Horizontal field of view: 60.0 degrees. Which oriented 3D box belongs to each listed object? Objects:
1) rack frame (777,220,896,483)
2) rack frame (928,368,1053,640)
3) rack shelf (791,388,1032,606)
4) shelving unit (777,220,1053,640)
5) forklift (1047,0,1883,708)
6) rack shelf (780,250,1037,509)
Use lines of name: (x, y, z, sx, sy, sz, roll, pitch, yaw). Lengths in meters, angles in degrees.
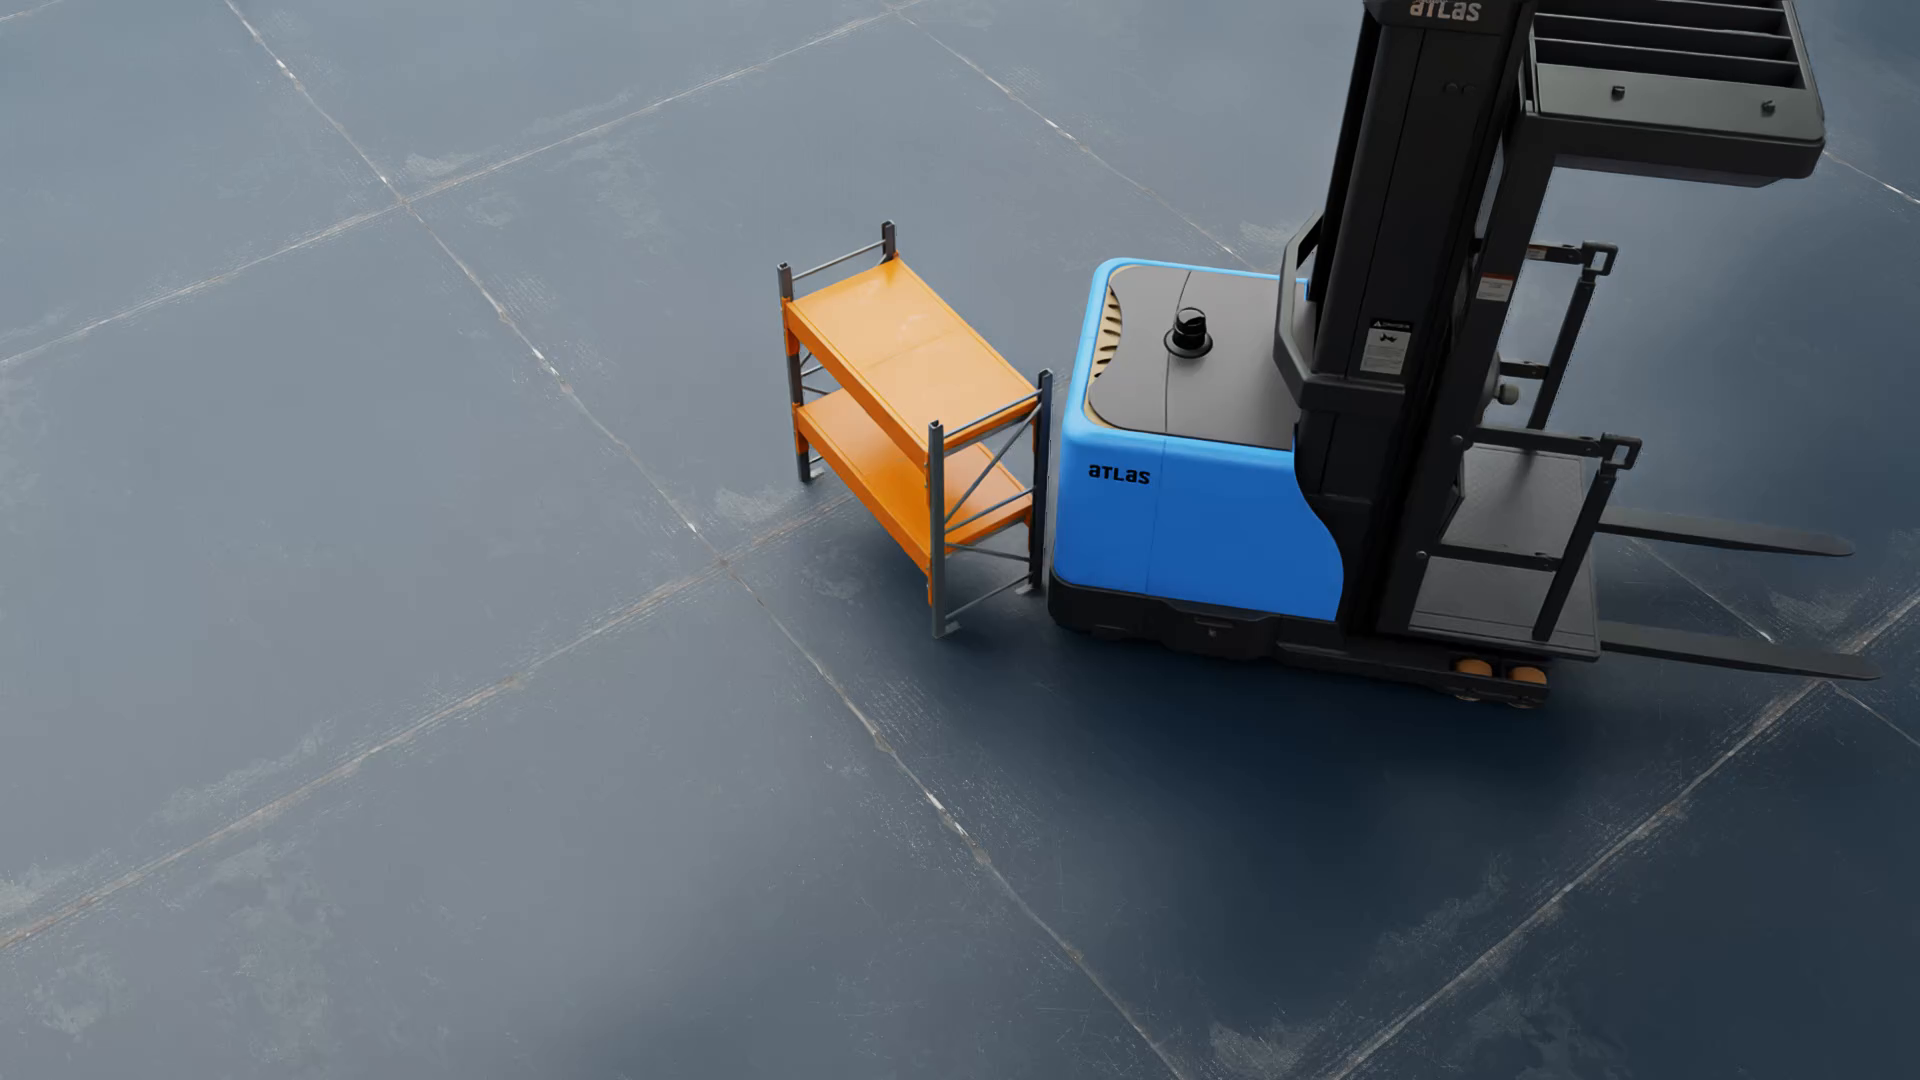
rack frame: (-0.463, -0.731, 6.652, 0.500, 1.125, 0.032, -27, 53, -22)
rack frame: (0.107, -0.107, 6.087, 0.500, 1.125, 0.032, -27, 53, -22)
rack shelf: (-0.178, -0.255, 6.551, 0.538, 0.278, 1.000, -27, 53, -22)
shelving unit: (-0.178, -0.419, 6.370, 0.538, 1.125, 1.048, -27, 53, -22)
forklift: (1.905, -0.789, 5.486, 3.031, 2.935, 1.130, 8, 48, 7)
rack shelf: (-0.178, -0.616, 6.153, 0.538, 0.278, 1.000, -27, 53, -22)
